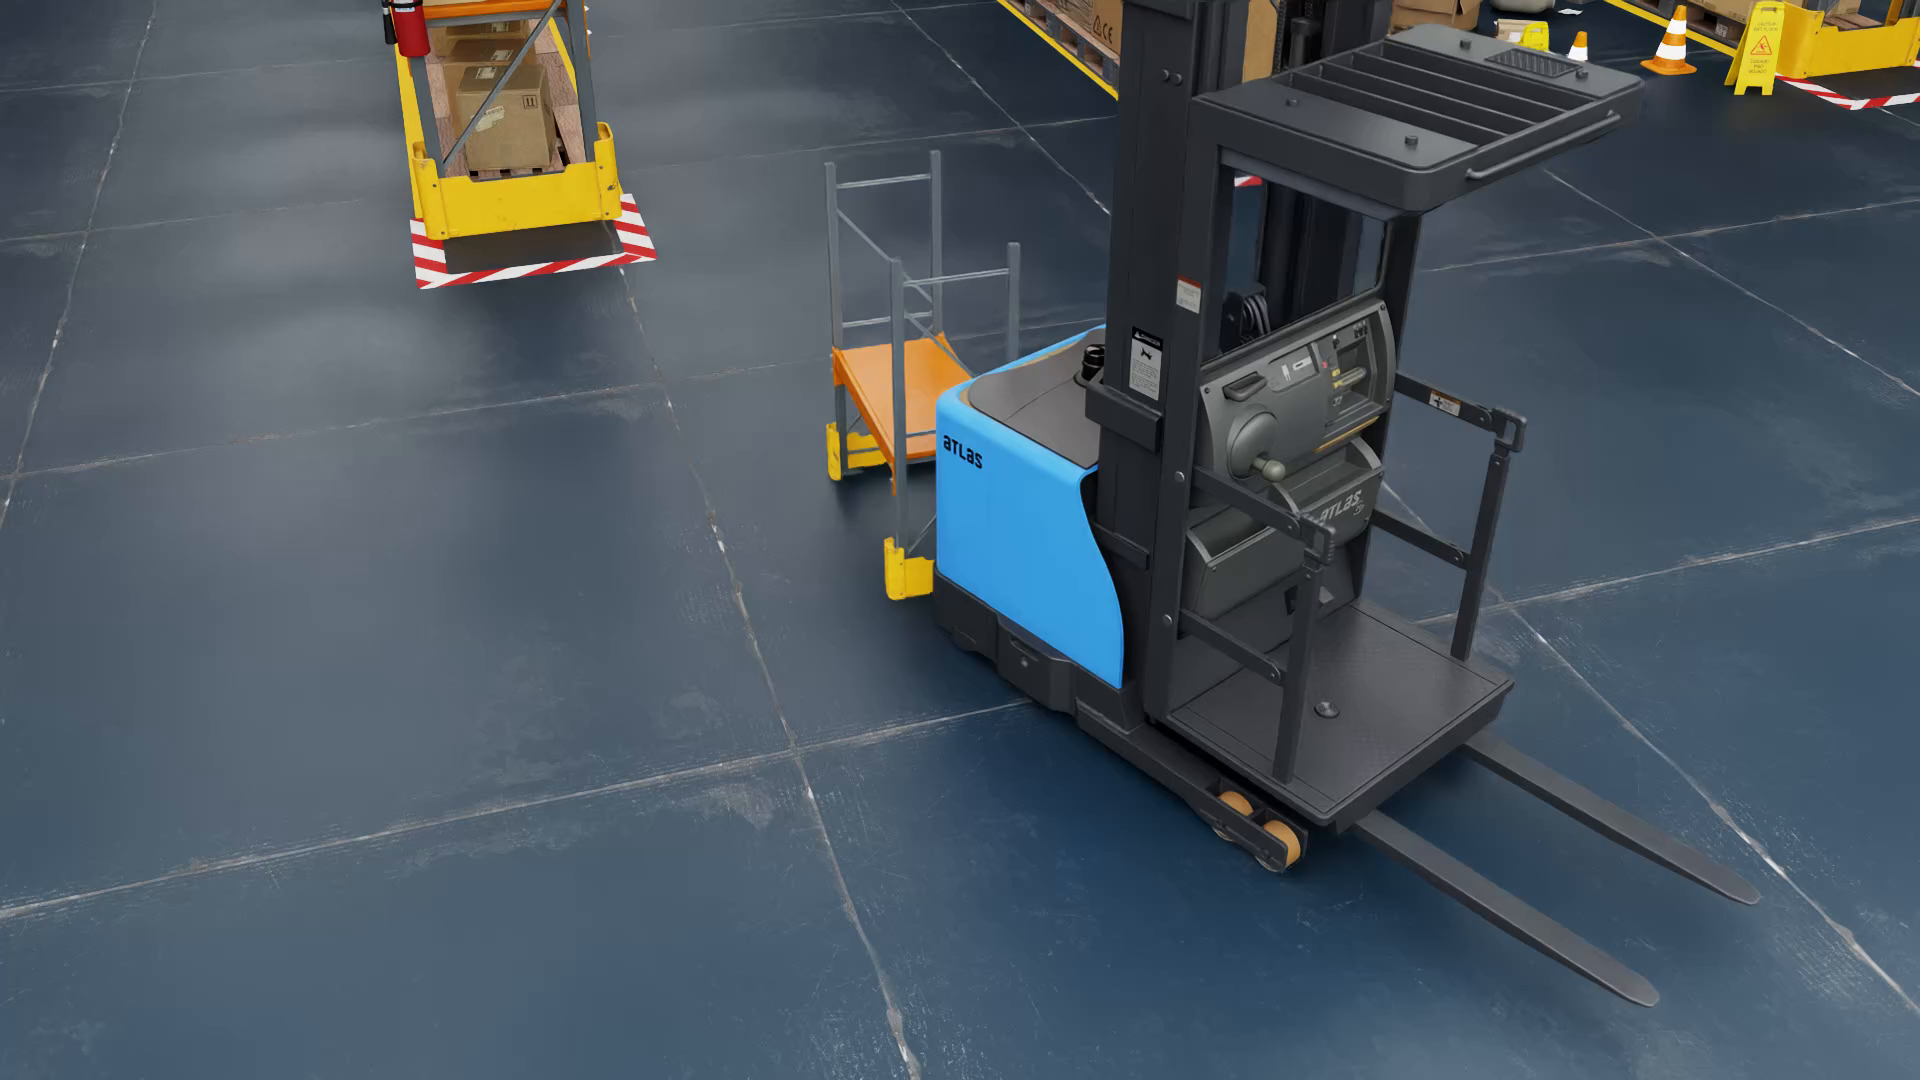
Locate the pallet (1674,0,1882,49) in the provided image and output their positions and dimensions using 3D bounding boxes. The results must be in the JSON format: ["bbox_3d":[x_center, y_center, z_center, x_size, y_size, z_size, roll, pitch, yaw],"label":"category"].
[{"bbox_3d":[6.539,-4.165,13.361,1.003,0.211,1.213,-10,35,-15],"label":"pallet"}]

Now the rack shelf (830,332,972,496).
[{"bbox_3d":[-0.170,-0.555,7.056,0.538,0.185,1.000,-10,35,-15],"label":"rack shelf"}]

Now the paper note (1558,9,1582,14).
[{"bbox_3d":[5.113,-4.429,13.926,0.142,0.019,0.148,-23,40,-31],"label":"paper note"}]

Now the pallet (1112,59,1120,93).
[{"bbox_3d":[1.775,-3.214,11.922,1.003,0.211,1.213,-10,35,-15],"label":"pallet"}]

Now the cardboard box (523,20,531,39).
[{"bbox_3d":[-3.351,-3.593,11.853,0.500,0.500,0.500,-13,36,-19],"label":"cardboard box"}]

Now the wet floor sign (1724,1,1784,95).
[{"bbox_3d":[5.816,-3.594,12.104,0.267,0.644,0.232,1,33,2],"label":"wet floor sign"}]

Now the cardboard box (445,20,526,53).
[{"bbox_3d":[-3.223,-3.292,11.398,0.500,0.500,0.500,-7,34,-10],"label":"cardboard box"}]

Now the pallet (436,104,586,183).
[{"bbox_3d":[-2.898,-2.498,10.839,1.003,0.211,1.213,-10,35,-15],"label":"pallet"}]

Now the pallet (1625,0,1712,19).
[{"bbox_3d":[6.171,-4.804,14.329,1.003,0.211,1.213,-10,35,-15],"label":"pallet"}]

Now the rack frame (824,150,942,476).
[{"bbox_3d":[-0.323,-0.973,7.361,0.500,1.500,0.032,-10,35,-15],"label":"rack frame"}]

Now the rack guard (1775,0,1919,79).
[{"bbox_3d":[6.753,-3.853,12.627,1.175,0.500,0.348,-10,35,-15],"label":"rack guard"}]

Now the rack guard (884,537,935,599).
[{"bbox_3d":[-0.023,0.073,6.913,0.587,0.250,0.087,-10,35,-15],"label":"rack guard"}]

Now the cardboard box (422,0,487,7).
[{"bbox_3d":[-2.945,-3.200,9.599,0.380,0.149,0.250,-10,35,-15],"label":"cardboard box"}]

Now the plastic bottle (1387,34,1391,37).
[{"bbox_3d":[3.307,-4.021,13.279,0.133,0.061,0.283,-23,40,-31],"label":"plastic bottle"}]

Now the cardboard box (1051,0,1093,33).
[{"bbox_3d":[1.277,-4.545,12.953,0.875,0.875,0.875,-10,35,-14],"label":"cardboard box"}]

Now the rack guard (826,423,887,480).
[{"bbox_3d":[-0.323,-0.450,7.705,0.587,0.250,0.087,-10,35,-15],"label":"rack guard"}]

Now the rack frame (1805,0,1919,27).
[{"bbox_3d":[6.777,-4.856,11.878,1.000,3.000,0.127,-10,35,-15],"label":"rack frame"}]

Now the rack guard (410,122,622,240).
[{"bbox_3d":[-2.684,-2.186,10.105,1.175,0.500,0.348,-10,35,-15],"label":"rack guard"}]

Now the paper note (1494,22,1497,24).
[{"bbox_3d":[4.476,-4.245,13.657,0.148,0.019,0.142,1,33,2],"label":"paper note"}]

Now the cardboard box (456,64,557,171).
[{"bbox_3d":[-2.836,-2.652,10.430,0.500,0.500,0.500,-4,34,-6],"label":"cardboard box"}]

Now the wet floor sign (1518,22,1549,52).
[{"bbox_3d":[3.988,-3.306,11.668,0.267,0.644,0.232,-16,37,-23],"label":"wet floor sign"}]

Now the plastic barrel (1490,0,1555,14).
[{"bbox_3d":[4.705,-4.611,13.844,0.512,0.421,0.421,13,36,18],"label":"plastic barrel"}]

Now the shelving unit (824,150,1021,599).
[{"bbox_3d":[-0.173,-0.710,6.964,0.587,1.500,1.083,-10,35,-15],"label":"shelving unit"}]

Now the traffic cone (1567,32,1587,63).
[{"bbox_3d":[4.464,-3.441,12.038,0.336,0.463,0.334,-10,35,-15],"label":"traffic cone"}]

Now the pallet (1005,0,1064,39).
[{"bbox_3d":[1.031,-4.495,13.861,1.003,0.211,1.213,-10,35,-15],"label":"pallet"}]

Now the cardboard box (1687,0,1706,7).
[{"bbox_3d":[6.123,-4.536,13.507,0.500,0.250,0.500,-10,35,-15],"label":"cardboard box"}]

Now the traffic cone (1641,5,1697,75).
[{"bbox_3d":[5.417,-3.806,12.591,0.336,0.463,0.334,-10,35,-15],"label":"traffic cone"}]

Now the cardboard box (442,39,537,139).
[{"bbox_3d":[-3.051,-2.960,10.896,0.500,0.500,0.500,-1,33,-2],"label":"cardboard box"}]

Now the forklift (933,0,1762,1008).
[{"bbox_3d":[1.244,-0.433,5.247,1.130,2.935,3.031,-26,41,-34],"label":"forklift"}]

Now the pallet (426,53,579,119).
[{"bbox_3d":[-3.267,-3.138,11.807,1.003,0.211,1.213,-10,35,-15],"label":"pallet"}]

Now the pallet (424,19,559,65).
[{"bbox_3d":[-3.643,-3.779,12.778,1.003,0.211,1.213,-10,35,-15],"label":"pallet"}]

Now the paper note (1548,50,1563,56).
[{"bbox_3d":[4.593,-3.779,12.941,0.148,0.019,0.142,-23,40,-31],"label":"paper note"}]

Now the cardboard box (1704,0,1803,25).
[{"bbox_3d":[6.267,-4.276,13.113,0.500,0.250,0.500,-10,35,-15],"label":"cardboard box"}]

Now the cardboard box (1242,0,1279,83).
[{"bbox_3d":[1.824,-3.604,11.530,0.875,0.875,0.875,-10,35,-14],"label":"cardboard box"}]

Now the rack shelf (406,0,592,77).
[{"bbox_3d":[-3.271,-3.939,11.143,1.077,0.370,4.000,-10,35,-15],"label":"rack shelf"}]

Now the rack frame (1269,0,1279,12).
[{"bbox_3d":[2.093,-3.970,10.538,1.000,3.000,0.127,-10,35,-15],"label":"rack frame"}]

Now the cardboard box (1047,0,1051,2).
[{"bbox_3d":[0.998,-5.017,13.668,0.875,0.875,0.875,-9,35,-14],"label":"cardboard box"}]

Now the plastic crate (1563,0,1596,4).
[{"bbox_3d":[5.254,-4.776,14.405,0.402,0.080,0.583,-23,40,-31],"label":"plastic crate"}]

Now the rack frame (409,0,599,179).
[{"bbox_3d":[-2.661,-3.189,9.356,1.000,3.000,0.127,-10,35,-15],"label":"rack frame"}]

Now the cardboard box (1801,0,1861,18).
[{"bbox_3d":[6.794,-4.354,13.231,0.500,0.250,0.500,-10,35,-15],"label":"cardboard box"}]

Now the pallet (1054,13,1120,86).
[{"bbox_3d":[1.406,-3.853,12.890,1.003,0.211,1.213,-10,35,-15],"label":"pallet"}]

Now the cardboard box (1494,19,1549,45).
[{"bbox_3d":[4.453,-4.015,13.191,0.380,0.149,0.250,7,34,10],"label":"cardboard box"}]

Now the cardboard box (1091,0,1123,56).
[{"bbox_3d":[1.553,-4.066,12.228,0.875,0.875,0.875,-11,35,-15],"label":"cardboard box"}]

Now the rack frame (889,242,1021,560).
[{"bbox_3d":[-0.017,-0.438,6.553,0.500,1.500,0.032,-10,35,-15],"label":"rack frame"}]

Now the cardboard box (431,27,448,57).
[{"bbox_3d":[-3.615,-3.906,12.326,0.500,0.500,0.500,0,33,1],"label":"cardboard box"}]

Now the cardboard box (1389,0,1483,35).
[{"bbox_3d":[3.830,-4.311,13.317,0.637,0.503,0.797,19,38,26],"label":"cardboard box"}]

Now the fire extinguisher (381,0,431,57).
[{"bbox_3d":[-3.065,-3.020,9.169,0.296,0.674,0.183,-10,35,-15],"label":"fire extinguisher"}]
